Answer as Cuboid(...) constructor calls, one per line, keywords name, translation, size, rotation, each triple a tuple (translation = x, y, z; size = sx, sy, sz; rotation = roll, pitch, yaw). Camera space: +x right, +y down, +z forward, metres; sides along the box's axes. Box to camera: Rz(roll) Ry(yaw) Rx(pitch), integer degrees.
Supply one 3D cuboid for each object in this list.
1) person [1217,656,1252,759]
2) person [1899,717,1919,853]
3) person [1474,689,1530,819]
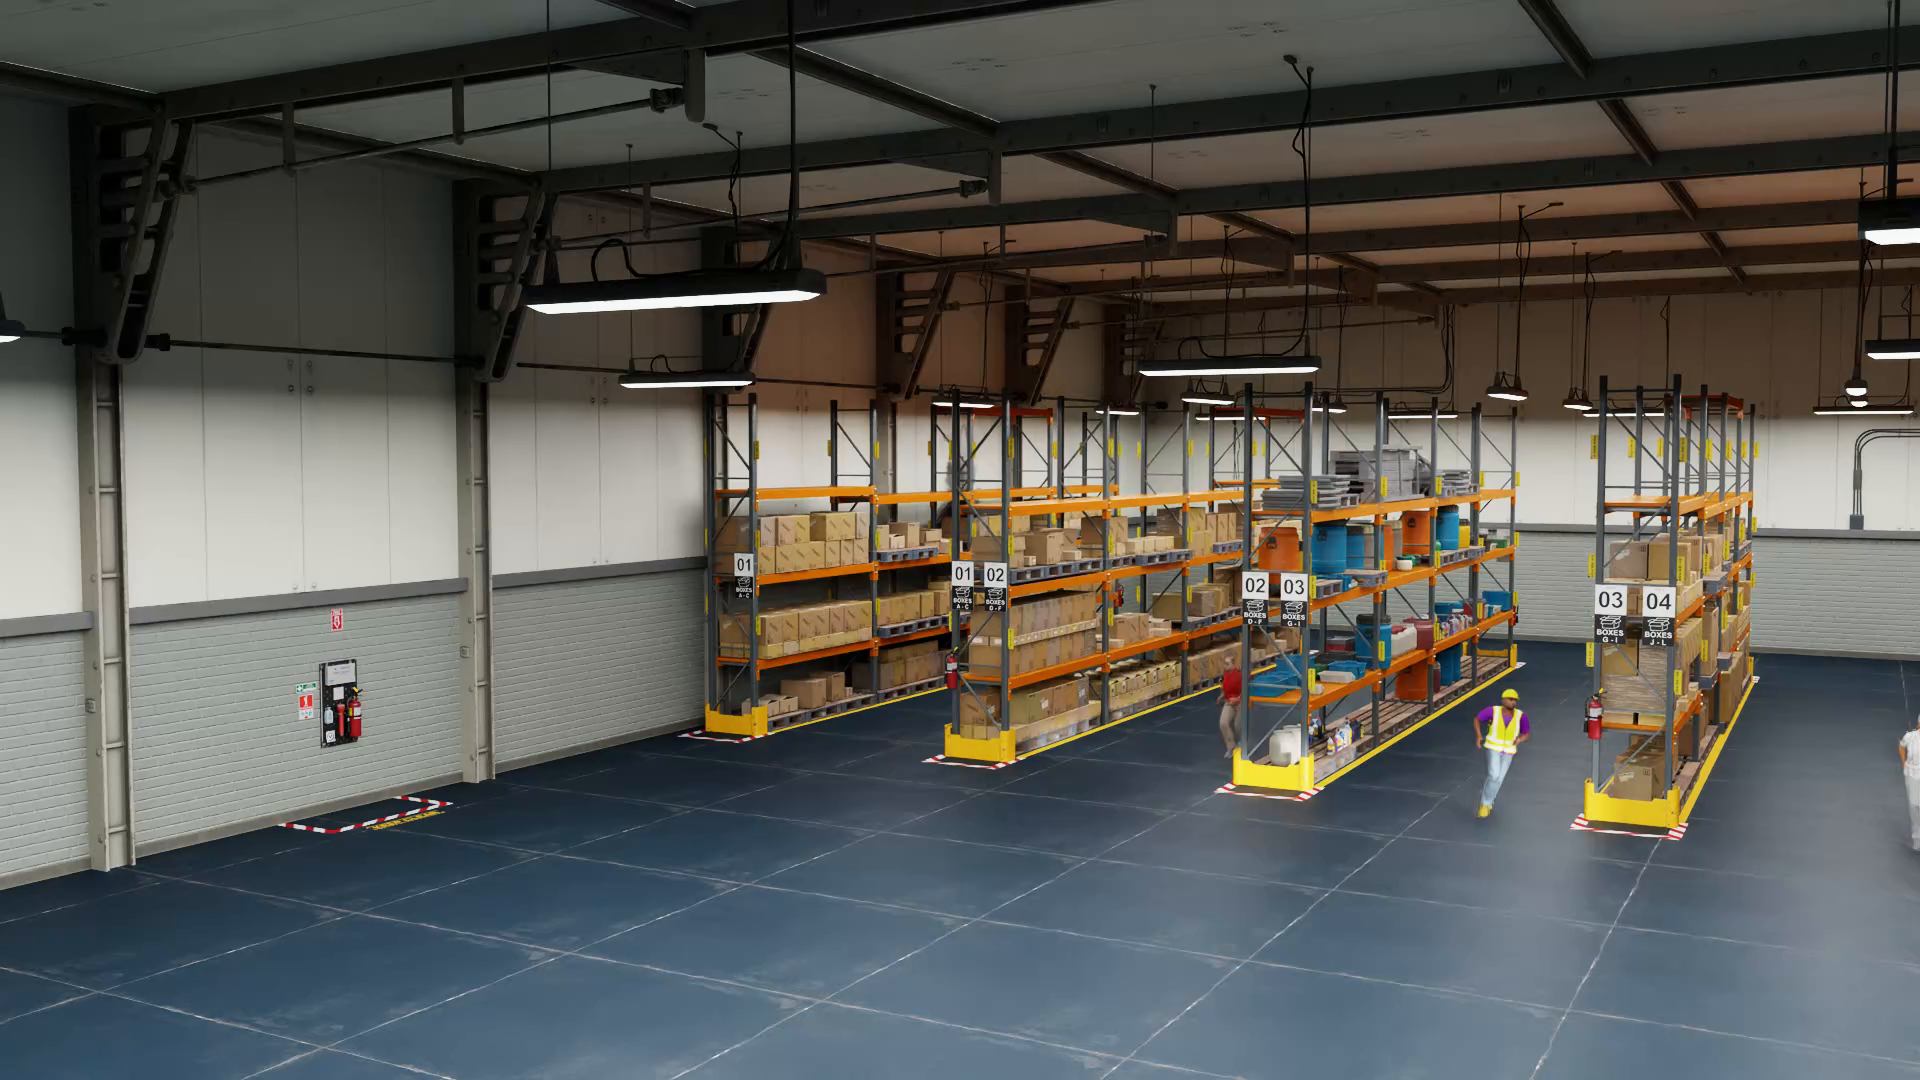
Cuboid(name="person", translation=(4.599, 2.725, 27.281), size=(0.665, 1.706, 0.848), rotation=(3, 4, 45))
Cuboid(name="person", translation=(12.243, 3.055, 21.093), size=(0.561, 1.712, 1.028), rotation=(1, 3, 21))
Cuboid(name="person", translation=(7.429, 2.917, 22.796), size=(0.721, 1.774, 0.713), rotation=(0, 3, 2))
